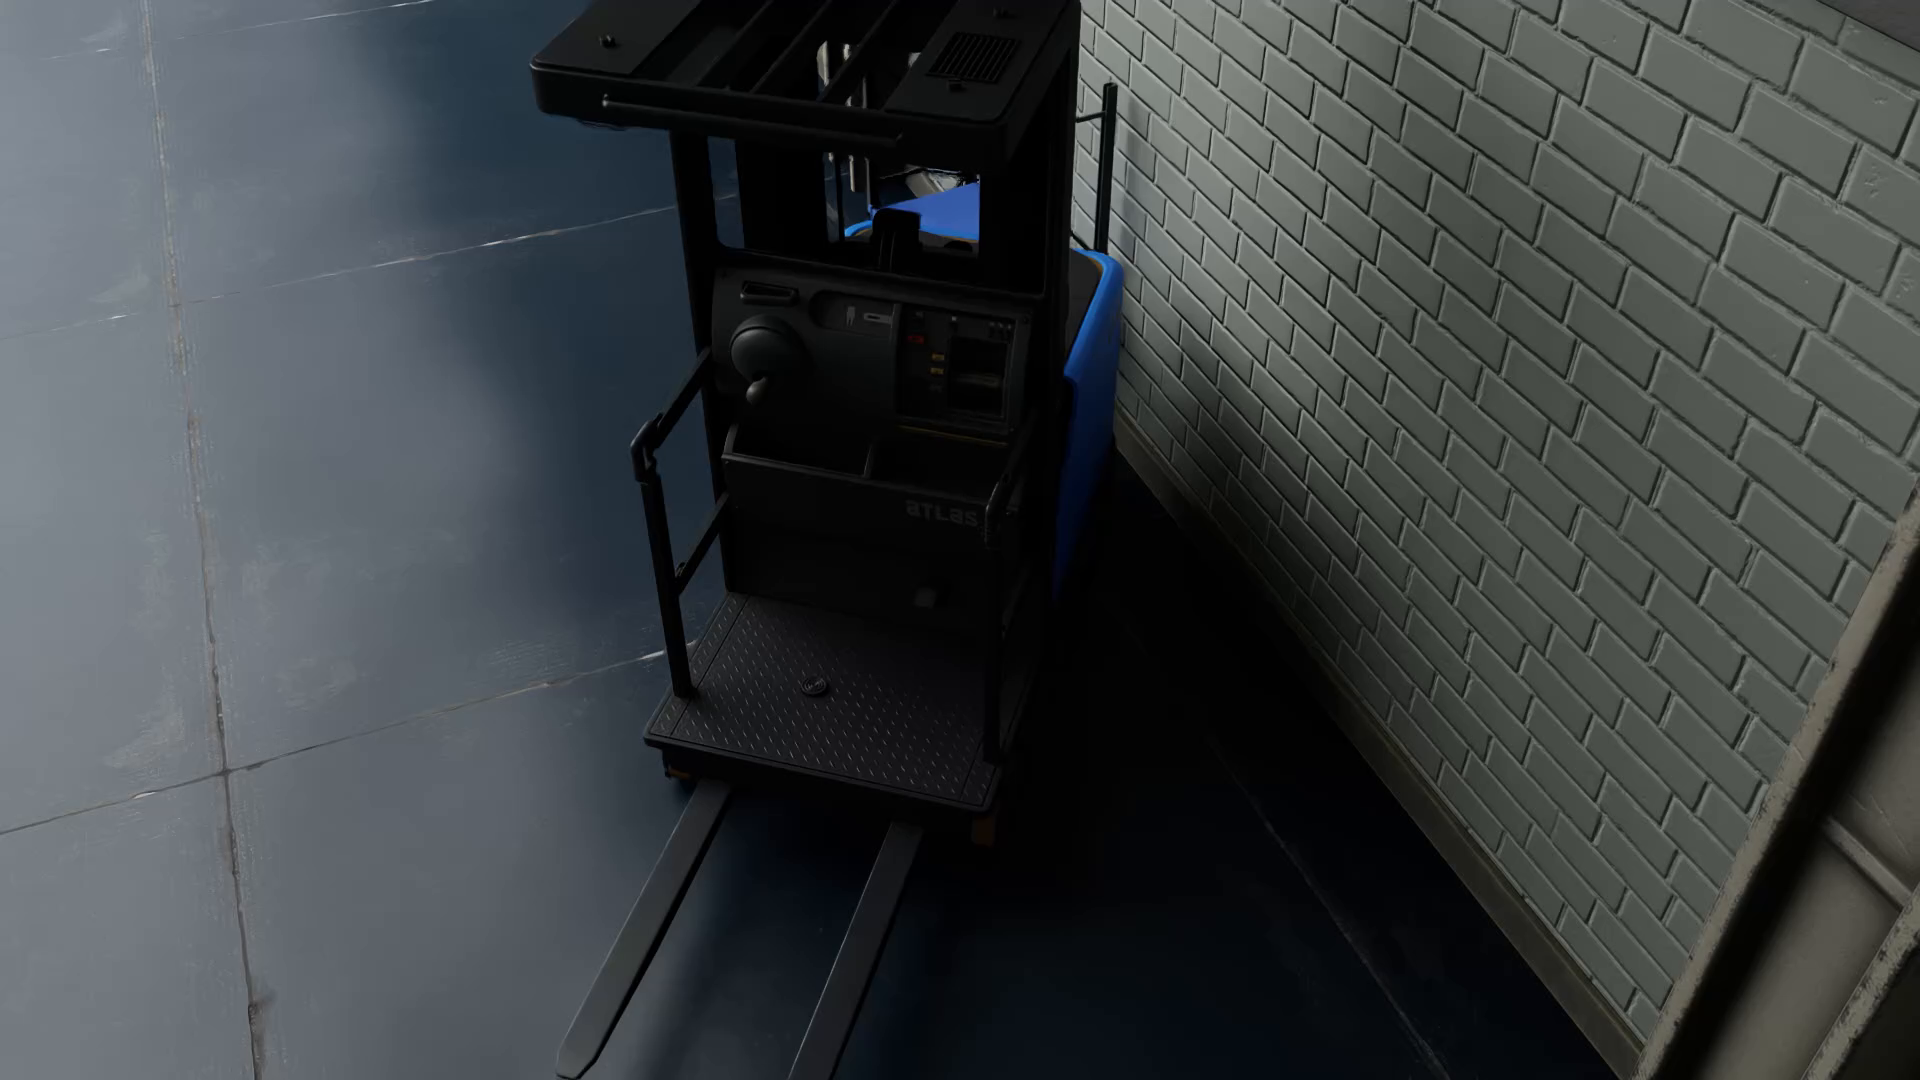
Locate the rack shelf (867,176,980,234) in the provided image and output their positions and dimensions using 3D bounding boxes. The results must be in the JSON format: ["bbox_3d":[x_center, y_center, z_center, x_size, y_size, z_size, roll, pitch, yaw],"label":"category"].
[{"bbox_3d":[0.085,-1.105,6.661,0.538,0.185,1.000,-19,44,-21],"label":"rack shelf"}]

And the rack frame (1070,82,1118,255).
[{"bbox_3d":[0.324,-0.949,6.203,0.500,1.500,0.032,-19,44,-21],"label":"rack frame"}]

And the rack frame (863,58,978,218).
[{"bbox_3d":[-0.153,-1.534,6.884,0.500,1.500,0.032,-19,44,-21],"label":"rack frame"}]

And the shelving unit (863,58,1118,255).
[{"bbox_3d":[0.085,-1.241,6.543,0.538,1.500,1.048,-19,44,-21],"label":"shelving unit"}]

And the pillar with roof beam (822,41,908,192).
[{"bbox_3d":[-4.435,-4.222,4.258,9.100,9.000,0.400,-15,43,-17],"label":"pillar with roof beam"}]

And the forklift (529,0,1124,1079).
[{"bbox_3d":[-0.312,-0.450,4.525,1.130,2.935,3.031,10,42,12],"label":"forklift"}]
